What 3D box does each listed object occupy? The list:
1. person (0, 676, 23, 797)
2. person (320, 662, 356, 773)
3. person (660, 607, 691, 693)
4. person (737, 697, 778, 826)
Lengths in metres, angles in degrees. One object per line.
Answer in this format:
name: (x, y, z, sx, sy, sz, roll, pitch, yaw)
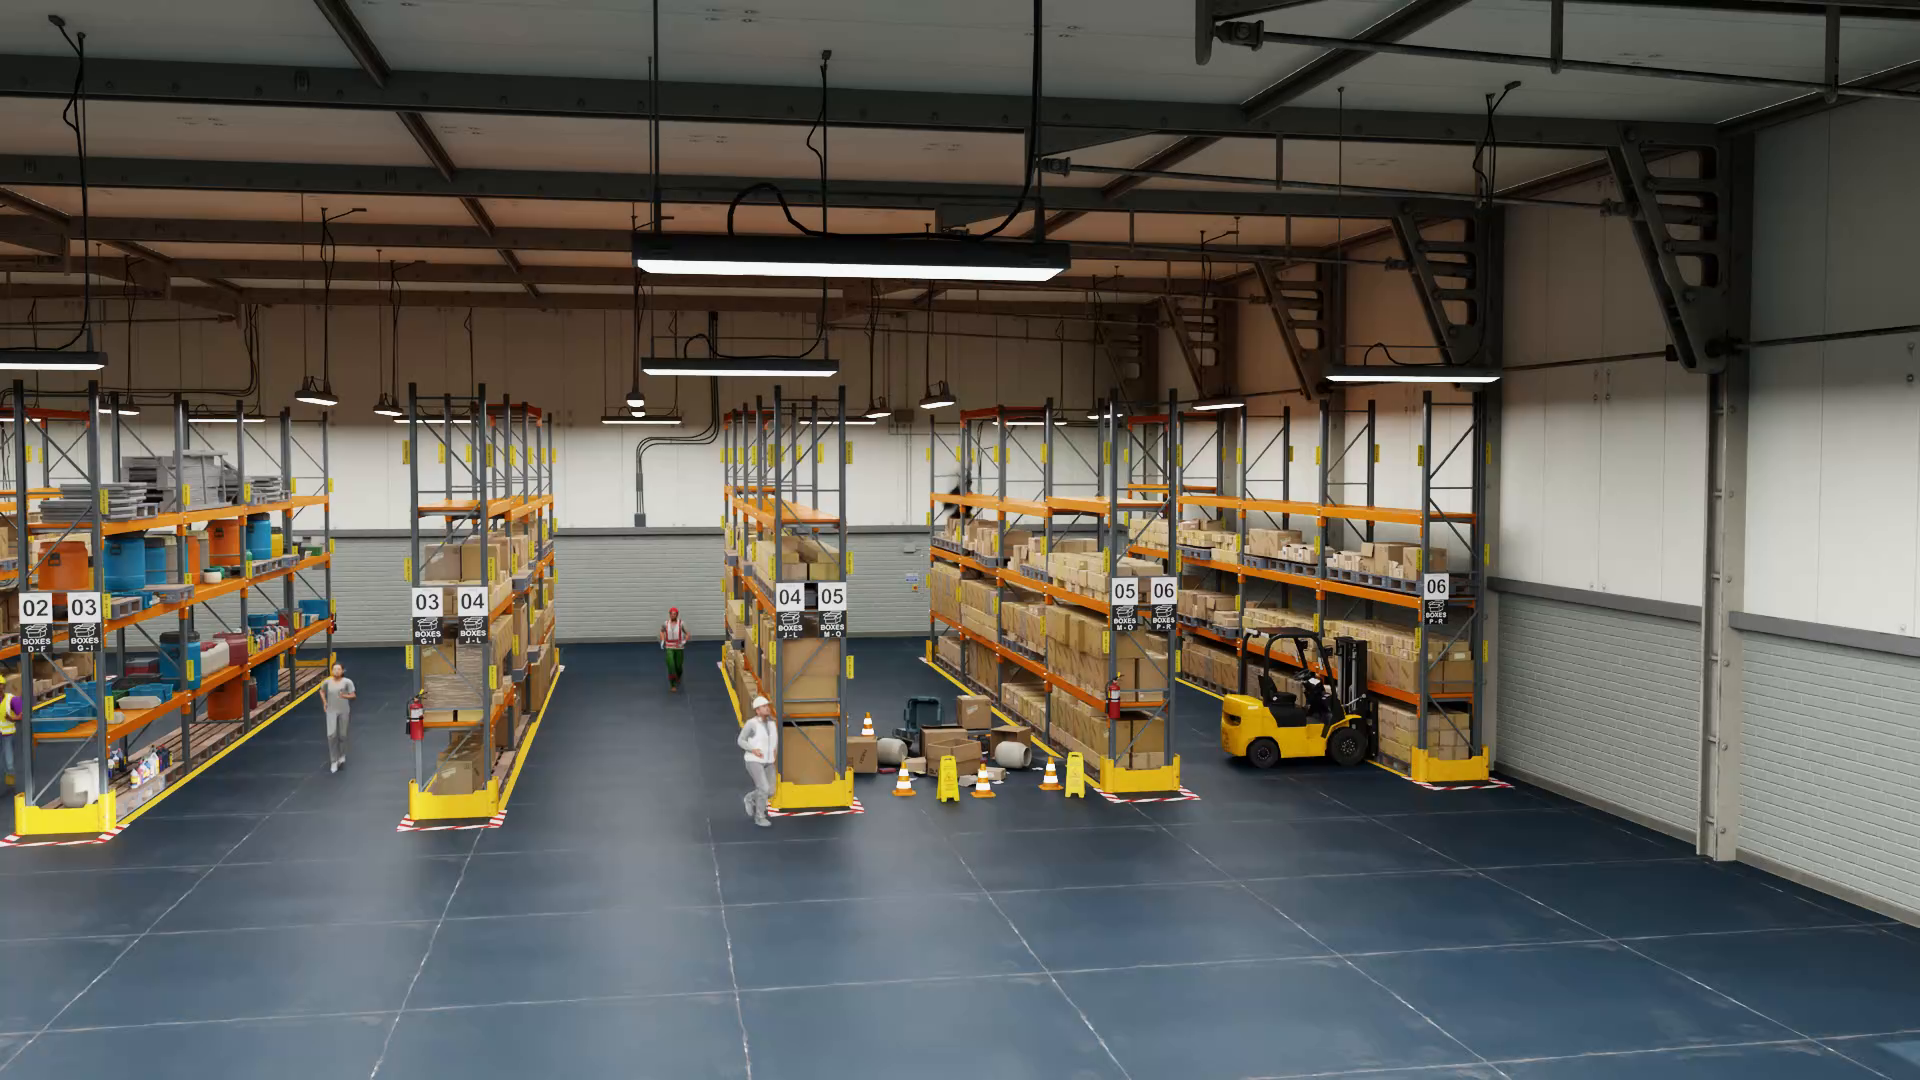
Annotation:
person: (-14.152, 2.869, 24.492, 0.710, 1.747, 0.963, -1, 3, -25)
person: (-9.956, 2.807, 26.621, 0.551, 1.719, 0.742, -1, 3, -19)
person: (-6.093, 2.323, 35.538, 0.668, 1.786, 0.892, 0, 3, -5)
person: (-2.743, 3.011, 22.717, 0.636, 1.747, 0.673, 3, 4, 43)
